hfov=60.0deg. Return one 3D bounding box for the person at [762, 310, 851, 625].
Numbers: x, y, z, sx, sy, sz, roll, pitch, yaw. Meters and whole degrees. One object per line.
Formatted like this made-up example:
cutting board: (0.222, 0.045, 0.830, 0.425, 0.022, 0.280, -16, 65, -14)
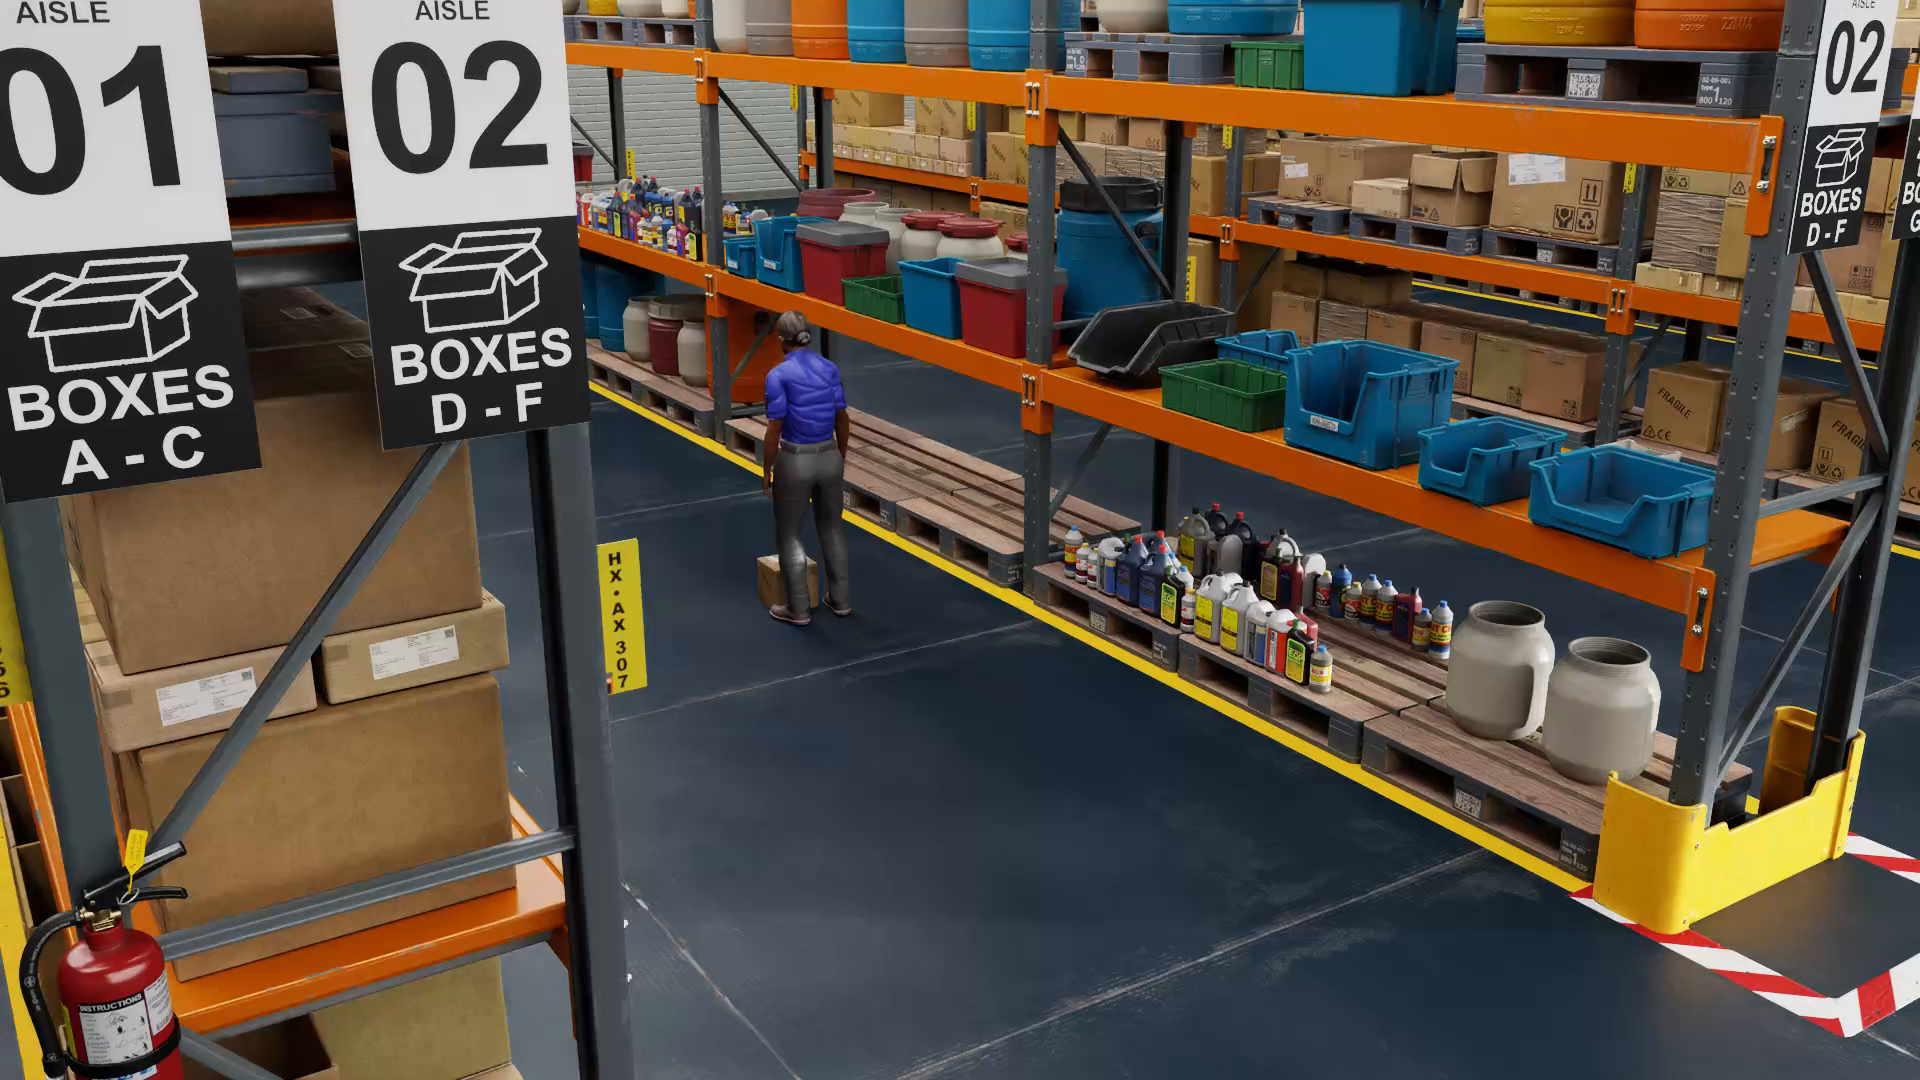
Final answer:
person: (-0.803, -0.377, 8.709, 0.505, 1.655, 0.347, -11, 21, -31)
